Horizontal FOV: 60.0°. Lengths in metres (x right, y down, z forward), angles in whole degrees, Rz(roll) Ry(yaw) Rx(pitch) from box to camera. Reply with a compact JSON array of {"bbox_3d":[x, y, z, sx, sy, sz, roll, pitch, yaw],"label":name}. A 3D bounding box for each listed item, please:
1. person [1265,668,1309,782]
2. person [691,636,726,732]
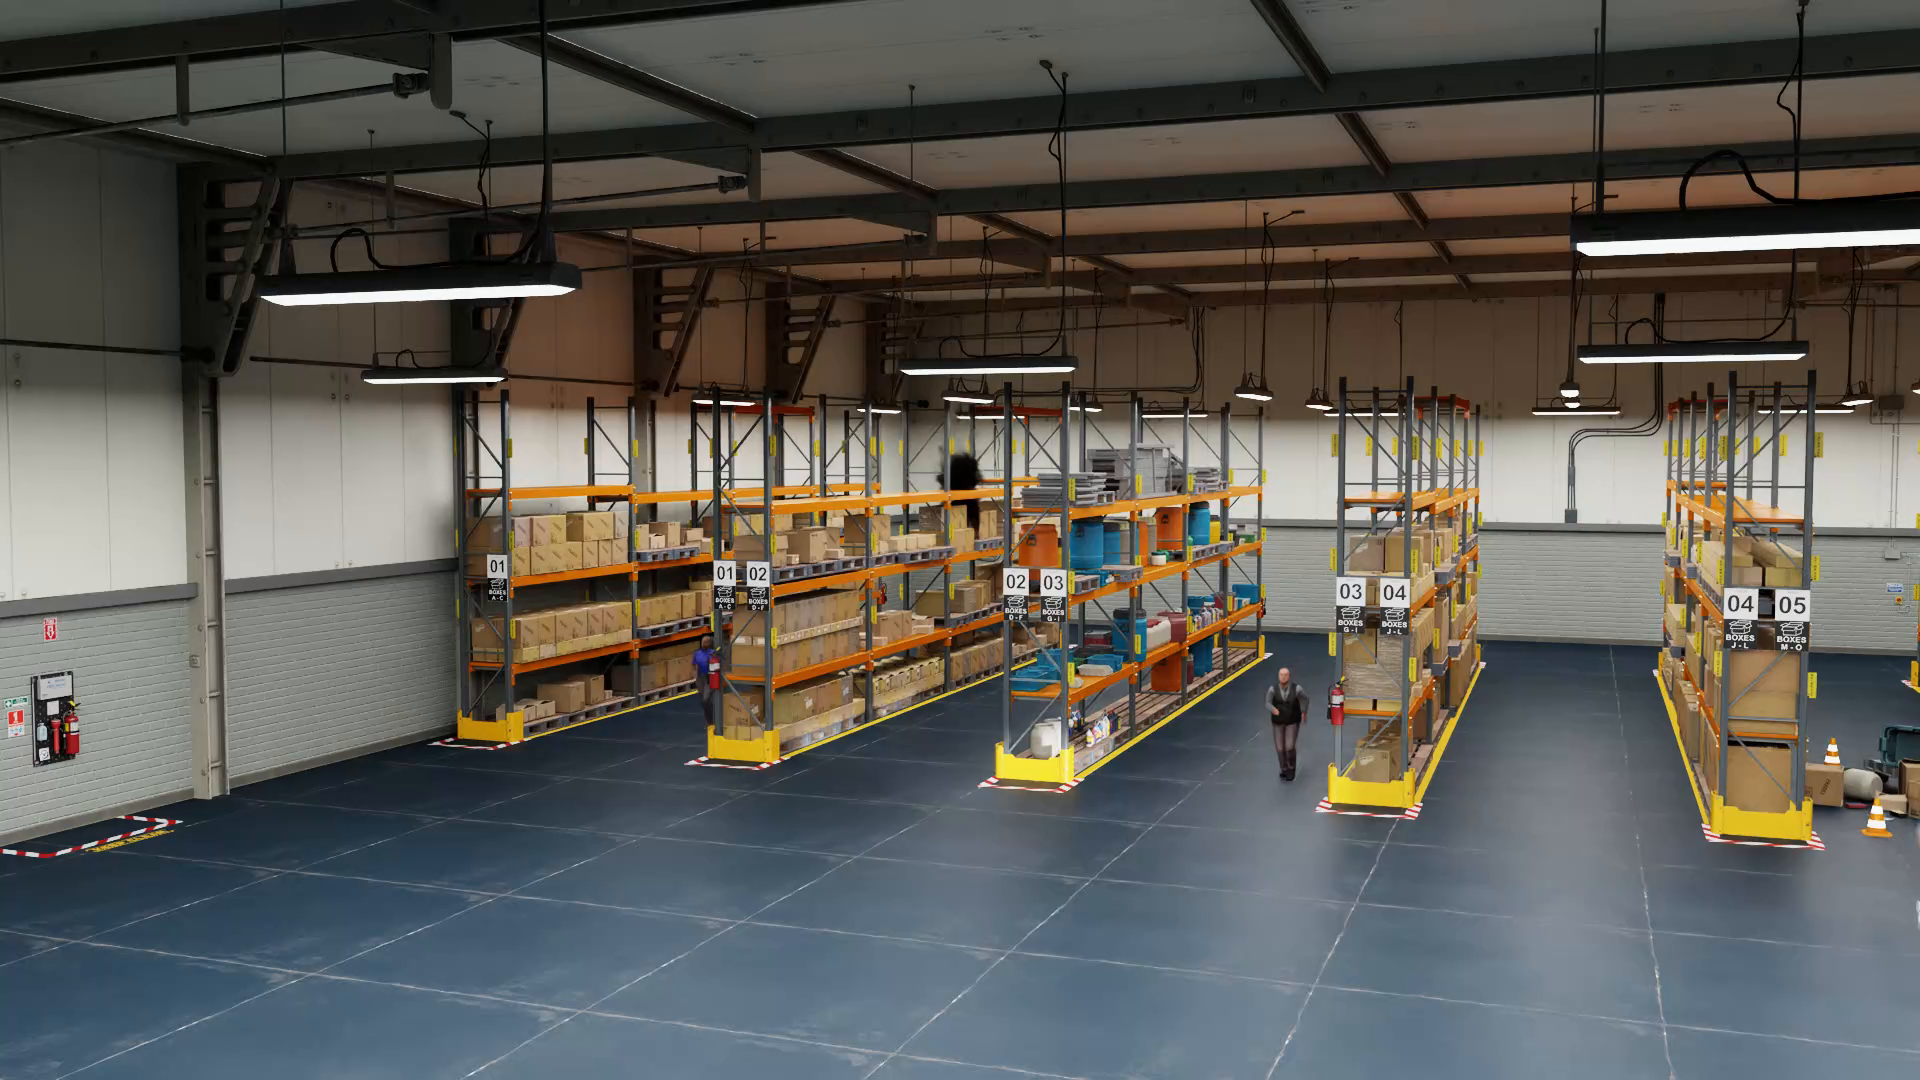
[{"bbox_3d":[4.885,2.772,24.945,0.625,1.707,0.764,1,3,20],"label":"person"},{"bbox_3d":[-4.508,2.561,29.574,0.541,1.689,0.707,1,3,18],"label":"person"}]
